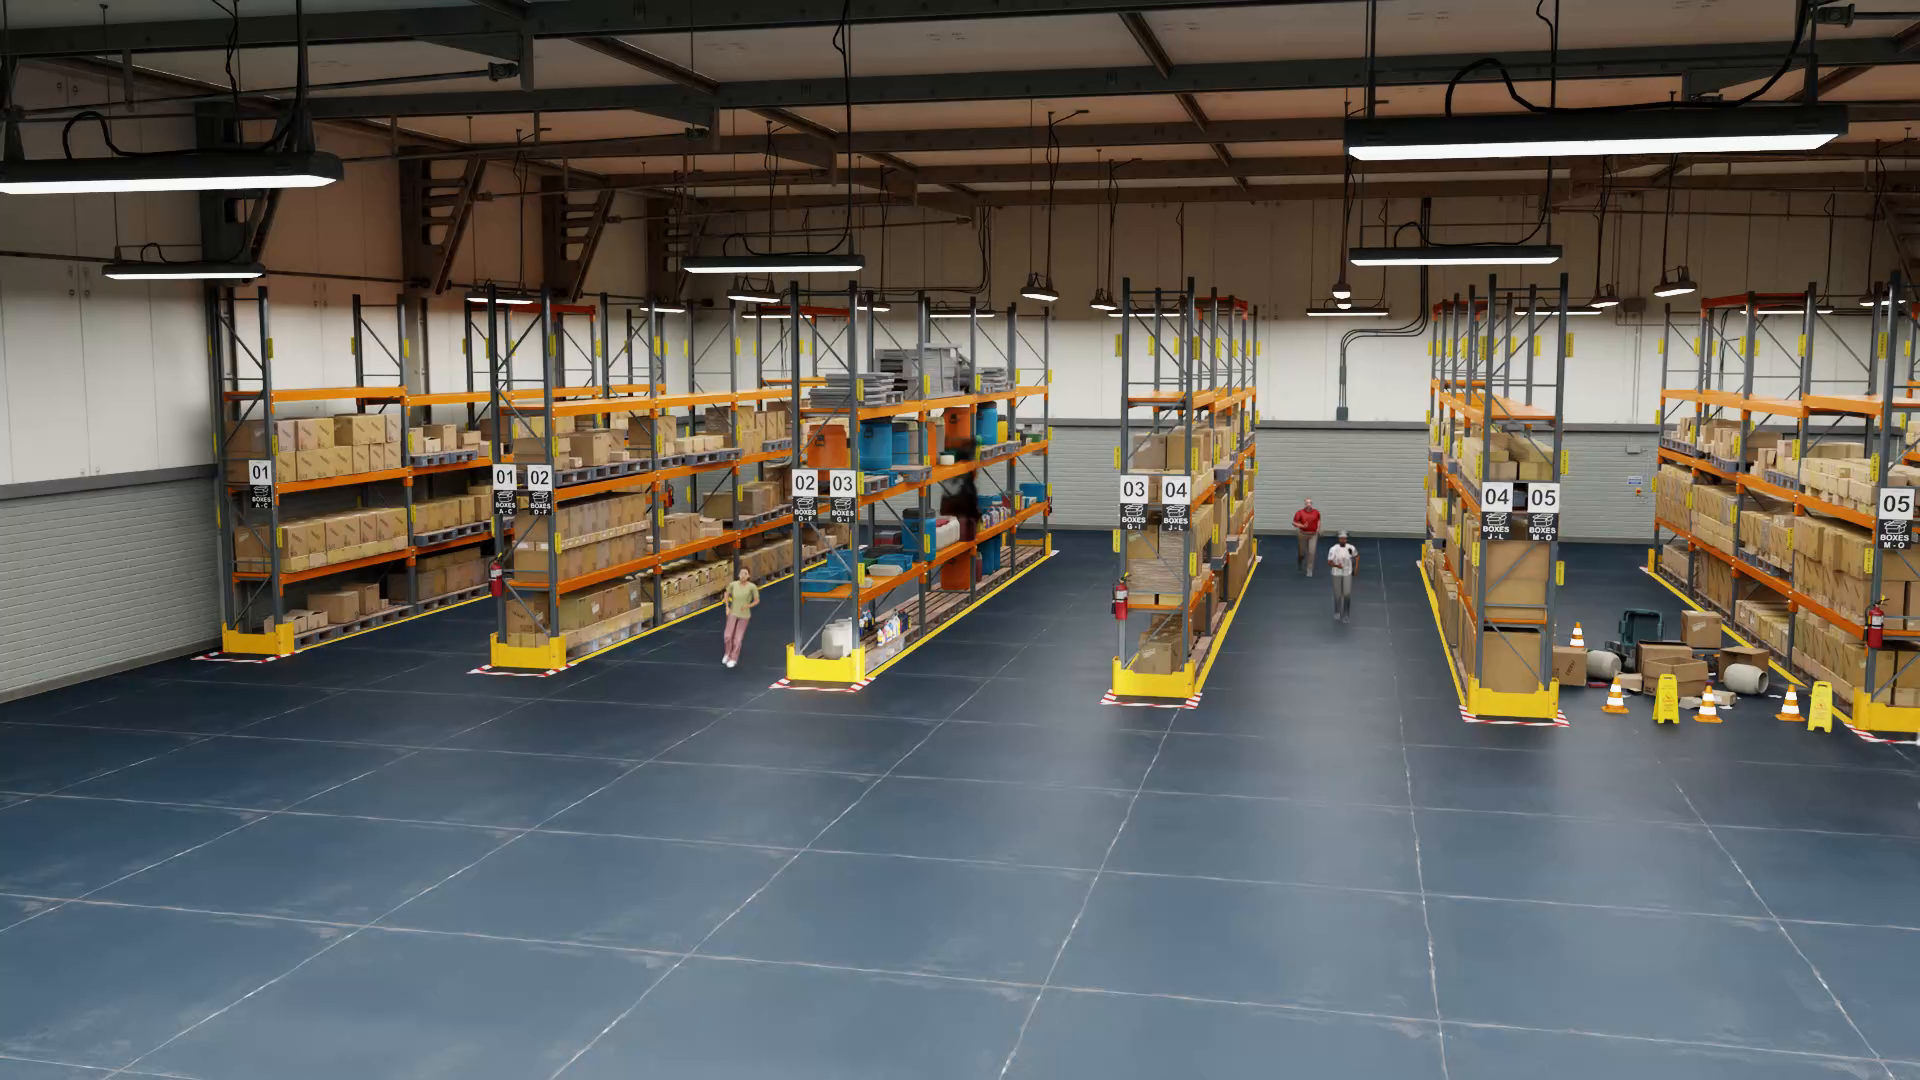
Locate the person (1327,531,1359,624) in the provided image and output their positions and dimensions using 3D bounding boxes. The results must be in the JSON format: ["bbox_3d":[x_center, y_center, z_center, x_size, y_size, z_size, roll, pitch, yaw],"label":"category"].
[{"bbox_3d":[7.011,0.687,30.442,0.584,1.750,0.718,1,7,11],"label":"person"}]

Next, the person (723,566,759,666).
[{"bbox_3d":[-3.461,1.202,26.190,0.613,1.613,0.544,0,7,2],"label":"person"}]

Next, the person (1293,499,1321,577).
[{"bbox_3d":[7.665,-0.072,36.708,0.666,1.703,0.890,0,7,0],"label":"person"}]
